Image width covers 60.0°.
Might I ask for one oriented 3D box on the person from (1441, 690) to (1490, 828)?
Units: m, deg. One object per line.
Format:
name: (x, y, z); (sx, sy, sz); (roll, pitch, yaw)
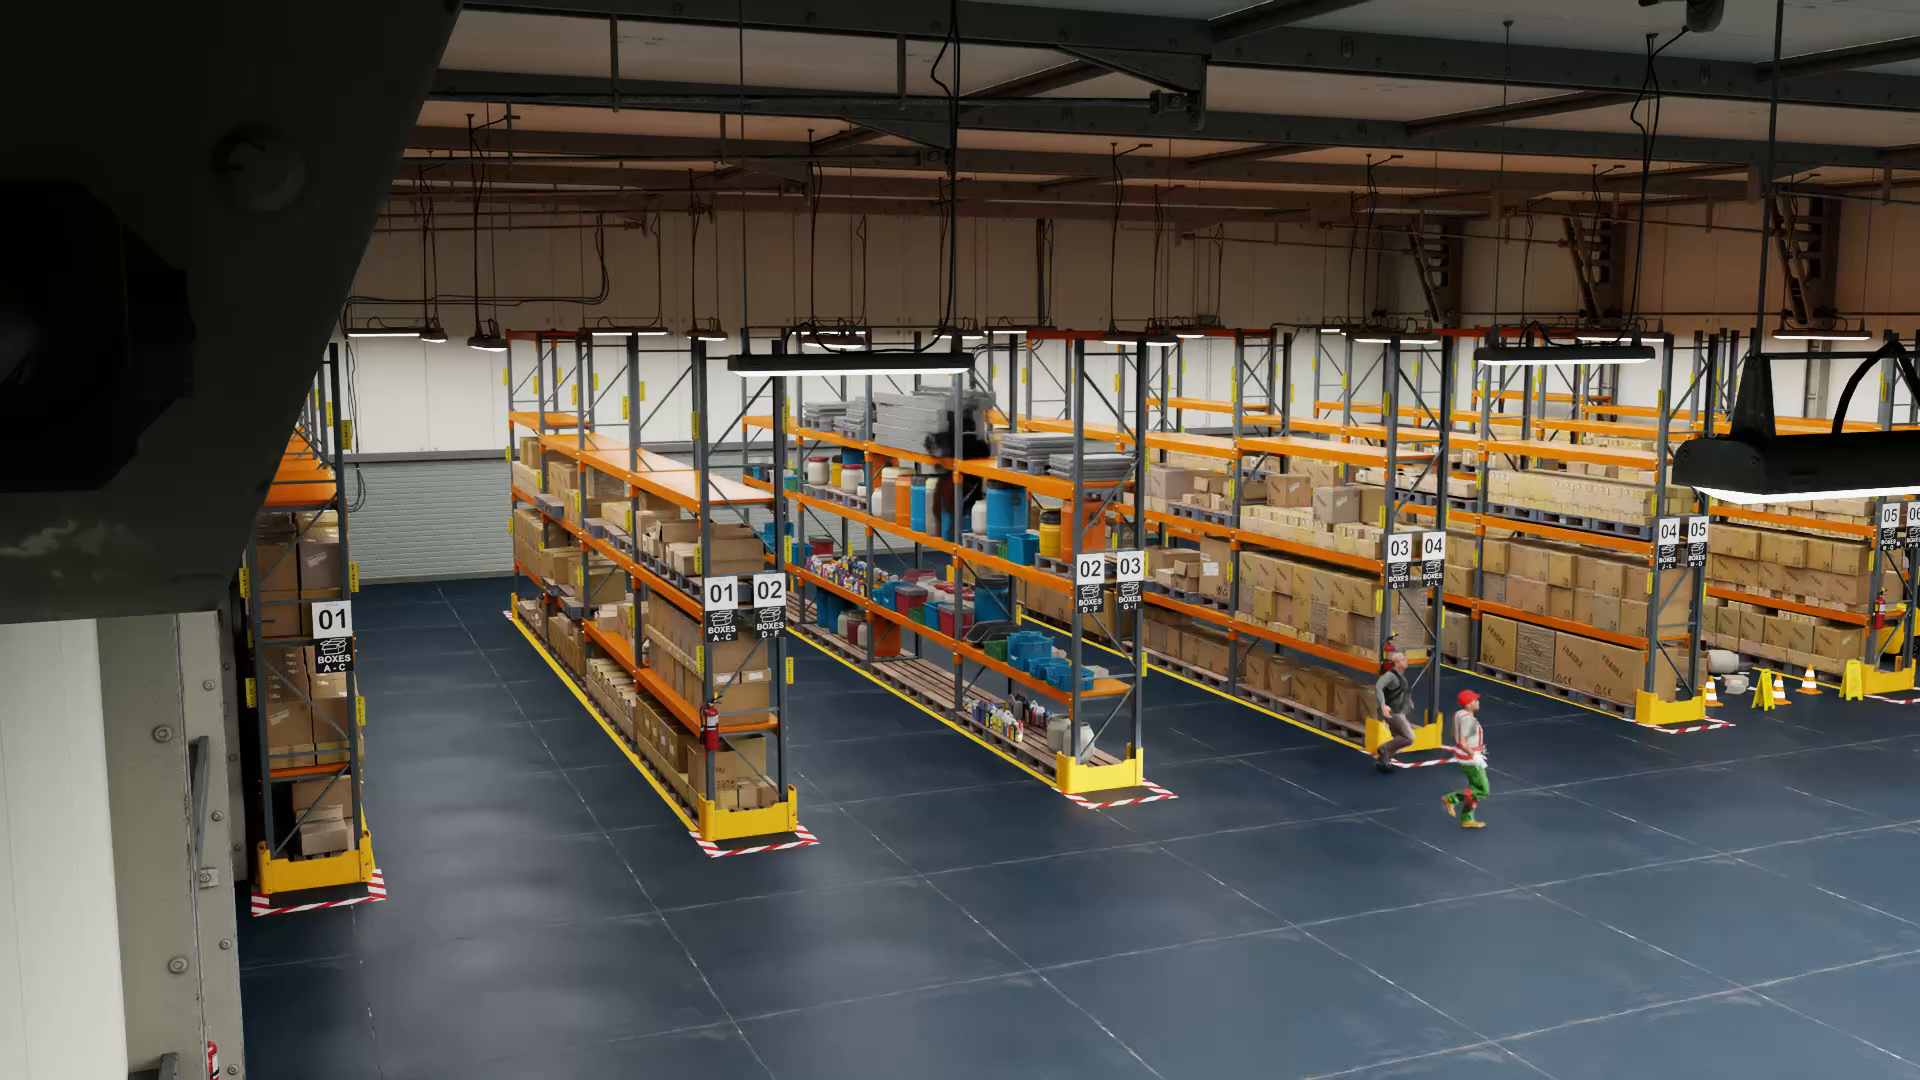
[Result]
person: (6.236, 2.698, 20.521); (0.592, 1.732, 0.672); (1, 8, 4)

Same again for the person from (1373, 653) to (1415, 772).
person: (6.046, 2.389, 22.998); (0.571, 1.657, 0.681); (4, 9, 29)
